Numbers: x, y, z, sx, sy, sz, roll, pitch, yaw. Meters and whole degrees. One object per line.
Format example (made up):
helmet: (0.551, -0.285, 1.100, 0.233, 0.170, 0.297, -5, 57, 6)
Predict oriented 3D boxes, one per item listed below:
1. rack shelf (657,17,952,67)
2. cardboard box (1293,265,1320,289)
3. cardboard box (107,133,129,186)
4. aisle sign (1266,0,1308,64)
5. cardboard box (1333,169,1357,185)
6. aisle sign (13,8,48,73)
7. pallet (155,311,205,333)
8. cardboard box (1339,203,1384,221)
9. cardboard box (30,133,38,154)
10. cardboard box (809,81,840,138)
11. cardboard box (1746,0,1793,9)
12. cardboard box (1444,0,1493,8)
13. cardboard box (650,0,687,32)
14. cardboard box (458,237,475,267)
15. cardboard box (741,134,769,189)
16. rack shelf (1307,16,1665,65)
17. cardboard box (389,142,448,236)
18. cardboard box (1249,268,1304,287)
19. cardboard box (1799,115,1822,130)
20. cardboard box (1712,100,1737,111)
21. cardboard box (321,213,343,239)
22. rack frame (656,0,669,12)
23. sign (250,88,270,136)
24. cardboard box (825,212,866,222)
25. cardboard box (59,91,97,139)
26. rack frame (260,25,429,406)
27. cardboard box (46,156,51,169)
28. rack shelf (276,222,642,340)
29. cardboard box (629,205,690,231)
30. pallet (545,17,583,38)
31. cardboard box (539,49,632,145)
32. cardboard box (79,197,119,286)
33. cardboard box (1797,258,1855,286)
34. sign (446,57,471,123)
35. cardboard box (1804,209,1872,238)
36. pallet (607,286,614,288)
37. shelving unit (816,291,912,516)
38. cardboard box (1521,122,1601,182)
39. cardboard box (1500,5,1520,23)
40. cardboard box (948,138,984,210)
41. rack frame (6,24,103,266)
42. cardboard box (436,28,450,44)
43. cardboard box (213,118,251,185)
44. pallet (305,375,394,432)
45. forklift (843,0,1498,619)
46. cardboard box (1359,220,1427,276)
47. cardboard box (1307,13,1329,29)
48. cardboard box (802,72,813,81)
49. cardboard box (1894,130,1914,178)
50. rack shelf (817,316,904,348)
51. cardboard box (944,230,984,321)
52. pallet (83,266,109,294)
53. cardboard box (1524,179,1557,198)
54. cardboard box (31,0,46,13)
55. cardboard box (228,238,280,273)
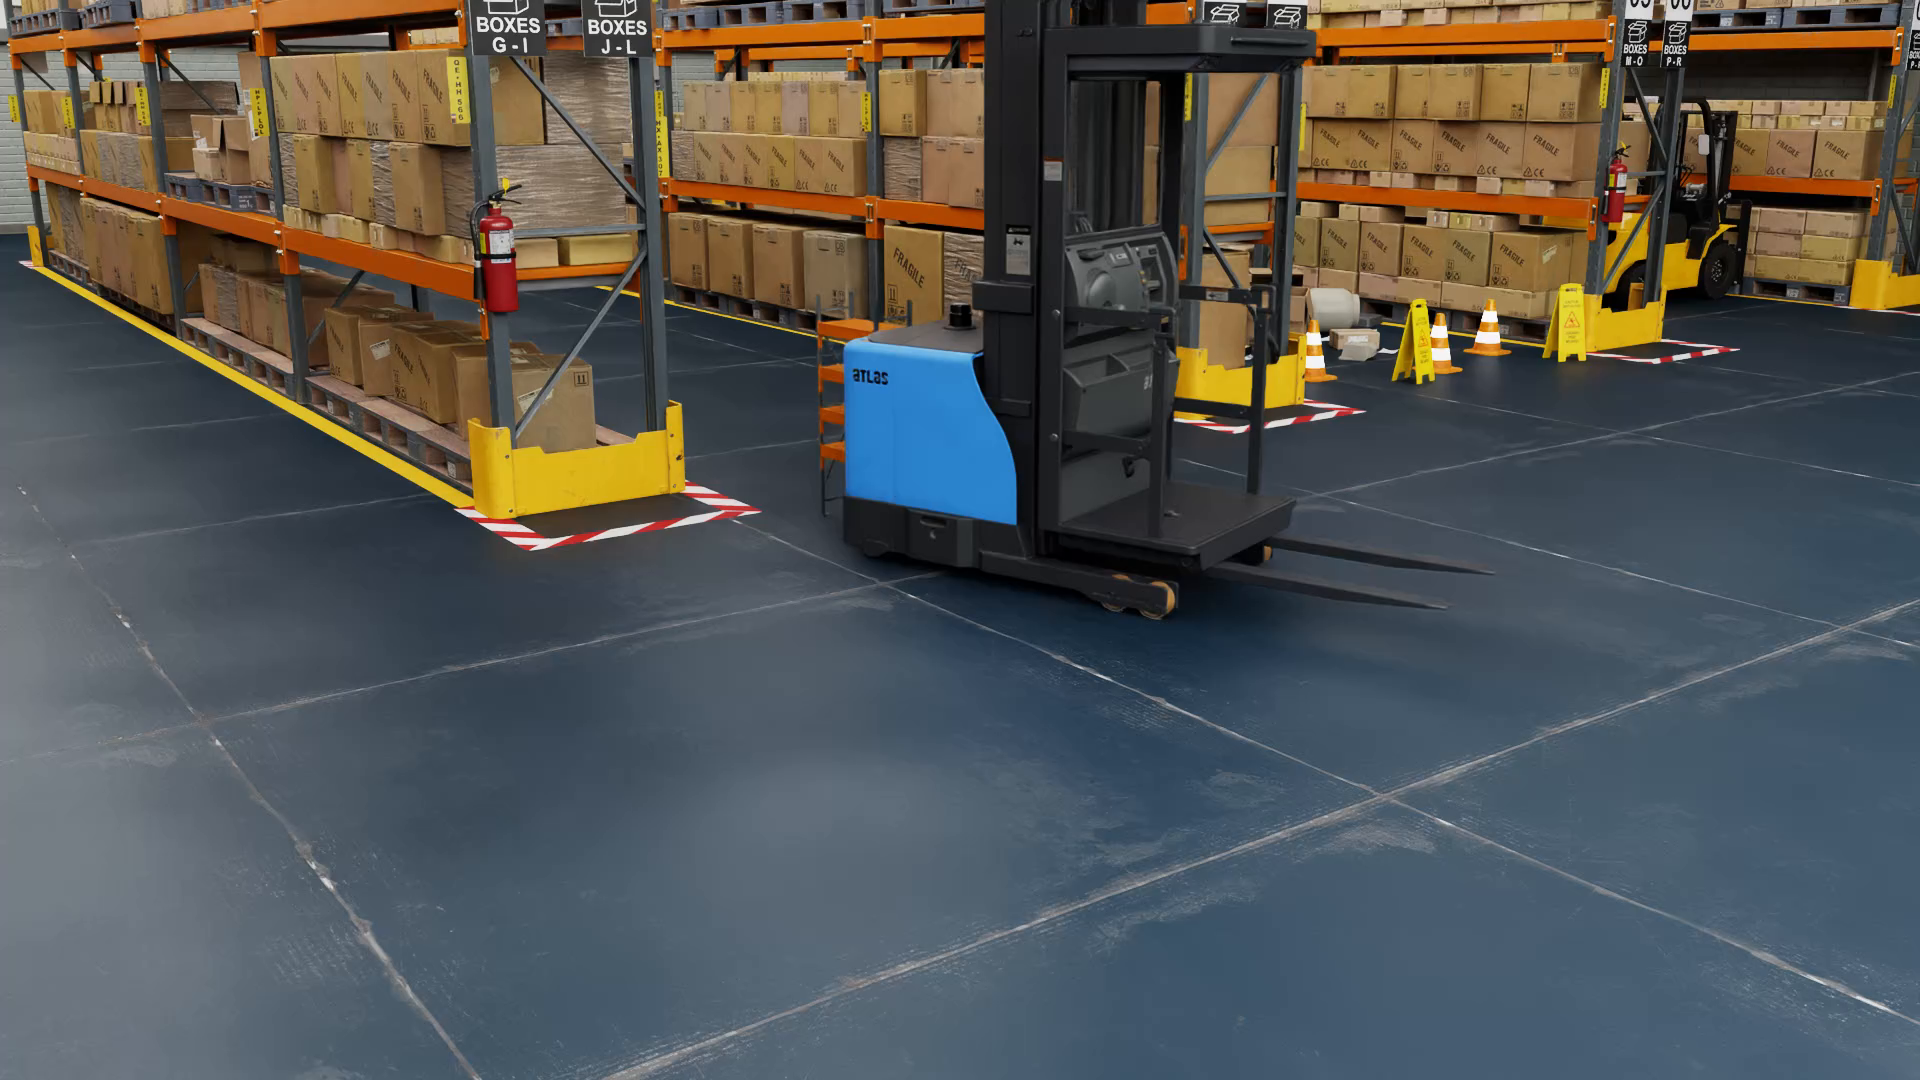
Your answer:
rack shelf: (-1.550, -4.792, 16.082, 1.077, 0.370, 4.000, -11, 19, -35)
cardboard box: (3.699, -2.763, 17.403, 0.500, 0.250, 0.500, -12, 19, -37)
cardboard box: (-8.183, -3.812, 16.633, 0.500, 0.500, 0.500, -10, 18, -33)
aisle sign: (2.262, -3.696, 11.473, 0.394, 0.787, 0.004, -11, 19, -35)
cardboard box: (3.985, -3.660, 16.744, 0.380, 0.149, 0.250, -10, 18, -33)
aisle sign: (-11.786, -6.302, 20.993, 0.394, 0.787, 0.004, -11, 19, -35)
pallet: (-7.200, -2.206, 16.235, 1.003, 0.211, 1.213, -11, 19, -35)
cardboard box: (4.027, -3.292, 16.686, 0.380, 0.149, 0.250, -10, 18, -32)
cardboard box: (-11.127, -4.896, 20.502, 0.500, 0.250, 0.500, -11, 19, -35)
cardboard box: (-0.975, -4.010, 15.461, 0.700, 0.500, 0.500, -11, 19, -35)
cardboard box: (8.956, -6.008, 17.991, 0.700, 0.500, 0.500, -11, 19, -34)
cardboard box: (4.800, -5.004, 15.214, 0.500, 0.250, 0.500, -10, 18, -33)
cardboard box: (-3.267, -5.696, 17.835, 0.500, 0.500, 0.500, -11, 19, -35)
cardboard box: (-2.575, -1.623, 9.301, 0.380, 0.149, 0.250, -11, 19, -35)
cardboard box: (-1.792, -3.707, 16.248, 0.500, 0.500, 0.500, -11, 19, -35)
rack shelf: (4.746, -4.727, 15.847, 1.077, 0.370, 4.000, -11, 19, -35)
cardboard box: (-2.786, -2.064, 9.682, 0.875, 0.500, 0.500, -11, 19, -35)
cardboard box: (3.100, -2.410, 16.430, 0.500, 0.500, 0.500, 1, 15, 4)
cardboard box: (9.227, -4.478, 17.838, 0.380, 0.149, 0.250, -10, 18, -34)
cardboard box: (8.647, -4.847, 18.621, 0.380, 0.149, 0.250, -11, 19, -34)
cardboard box: (-3.988, -2.087, 10.993, 0.380, 0.149, 0.250, -11, 19, -35)
rack frame: (-2.726, -7.012, 17.151, 1.000, 3.000, 0.127, -11, 19, -35)
sign: (-4.893, -2.988, 11.618, 0.100, 0.325, 0.005, -11, 19, -35)
cardboard box: (-1.416, -4.880, 24.783, 0.875, 0.438, 0.875, -11, 19, -35)
cardboard box: (-9.636, -4.714, 18.418, 0.500, 0.500, 0.500, -10, 18, -33)
rack frame: (-4.446, -2.516, 12.088, 1.000, 3.000, 0.127, -11, 19, -35)
cardboard box: (-10.654, -4.502, 19.820, 0.380, 0.149, 0.250, -11, 19, -36)
rack shelf: (-3.270, -1.742, 10.623, 1.077, 0.370, 4.000, -11, 19, -35)
cardboard box: (-3.340, -3.583, 18.504, 0.500, 0.250, 0.500, -11, 19, -36)
pallet: (-4.189, -5.960, 19.343, 1.213, 0.211, 1.003, -11, 19, -35)
cardboard box: (-2.197, -2.496, 9.367, 0.500, 0.500, 0.500, -11, 19, -35)
cardboard box: (-8.757, -3.269, 18.067, 1.225, 0.875, 0.875, -11, 19, -34)
cardboard box: (9.403, -2.899, 17.900, 0.500, 0.250, 0.500, -11, 19, -34)
sign: (-2.555, -2.291, 8.474, 0.100, 0.325, 0.005, -11, 19, -35)
cardboard box: (9.412, -3.380, 17.763, 0.500, 0.250, 0.500, -10, 18, -33)
pallet: (-3.898, -3.201, 19.873, 1.003, 0.211, 1.213, -11, 19, -35)
shelving unit: (-0.503, -0.681, 8.792, 0.258, 1.200, 0.503, -13, 20, -39)
cardboard box: (5.380, -3.465, 14.802, 0.500, 0.500, 0.500, -11, 19, -36)
cardboard box: (5.090, -4.733, 14.982, 0.380, 0.149, 0.250, -11, 19, -34)
cardboard box: (0.416, -3.013, 13.617, 0.875, 0.550, 0.550, -11, 19, -35)
rack frame: (-11.501, -5.079, 21.451, 1.000, 3.000, 0.127, -11, 19, -35)
cardboard box: (-6.753, -6.845, 22.505, 0.500, 0.250, 0.500, -12, 19, -36)
cardboard box: (-5.540, -3.125, 13.319, 0.797, 0.503, 0.637, -9, 18, -29)
pallet: (-4.022, -1.034, 11.952, 1.003, 0.211, 1.213, -11, 19, -35)
forklift: (0.918, -1.224, 7.497, 3.031, 2.935, 1.130, 10, 18, 34)
cardboard box: (4.327, -2.901, 16.487, 0.500, 0.500, 0.500, -10, 18, -32)
cardboard box: (3.662, -5.211, 16.726, 0.380, 0.149, 0.250, -11, 19, -34)
cardboard box: (-2.118, -6.850, 24.608, 0.380, 0.149, 0.250, -11, 19, -35)
cardboard box: (9.868, -4.169, 17.936, 0.500, 0.500, 0.500, -10, 18, -33)
rack shelf: (-0.503, -1.060, 8.689, 0.258, 0.148, 0.480, -13, 20, -39)
cardboard box: (0.472, -2.105, 13.816, 0.875, 0.875, 0.875, -11, 19, -34)
pallet: (-9.533, -3.054, 19.336, 1.003, 0.211, 1.213, -11, 19, -35)
cardboard box: (5.291, -3.163, 14.926, 0.380, 0.149, 0.250, -11, 19, -35)
cardboard box: (-10.576, -6.480, 19.714, 0.700, 0.500, 0.500, -12, 20, -38)
cardboard box: (-6.059, -2.489, 14.468, 0.500, 0.250, 0.500, -8, 17, -28)
